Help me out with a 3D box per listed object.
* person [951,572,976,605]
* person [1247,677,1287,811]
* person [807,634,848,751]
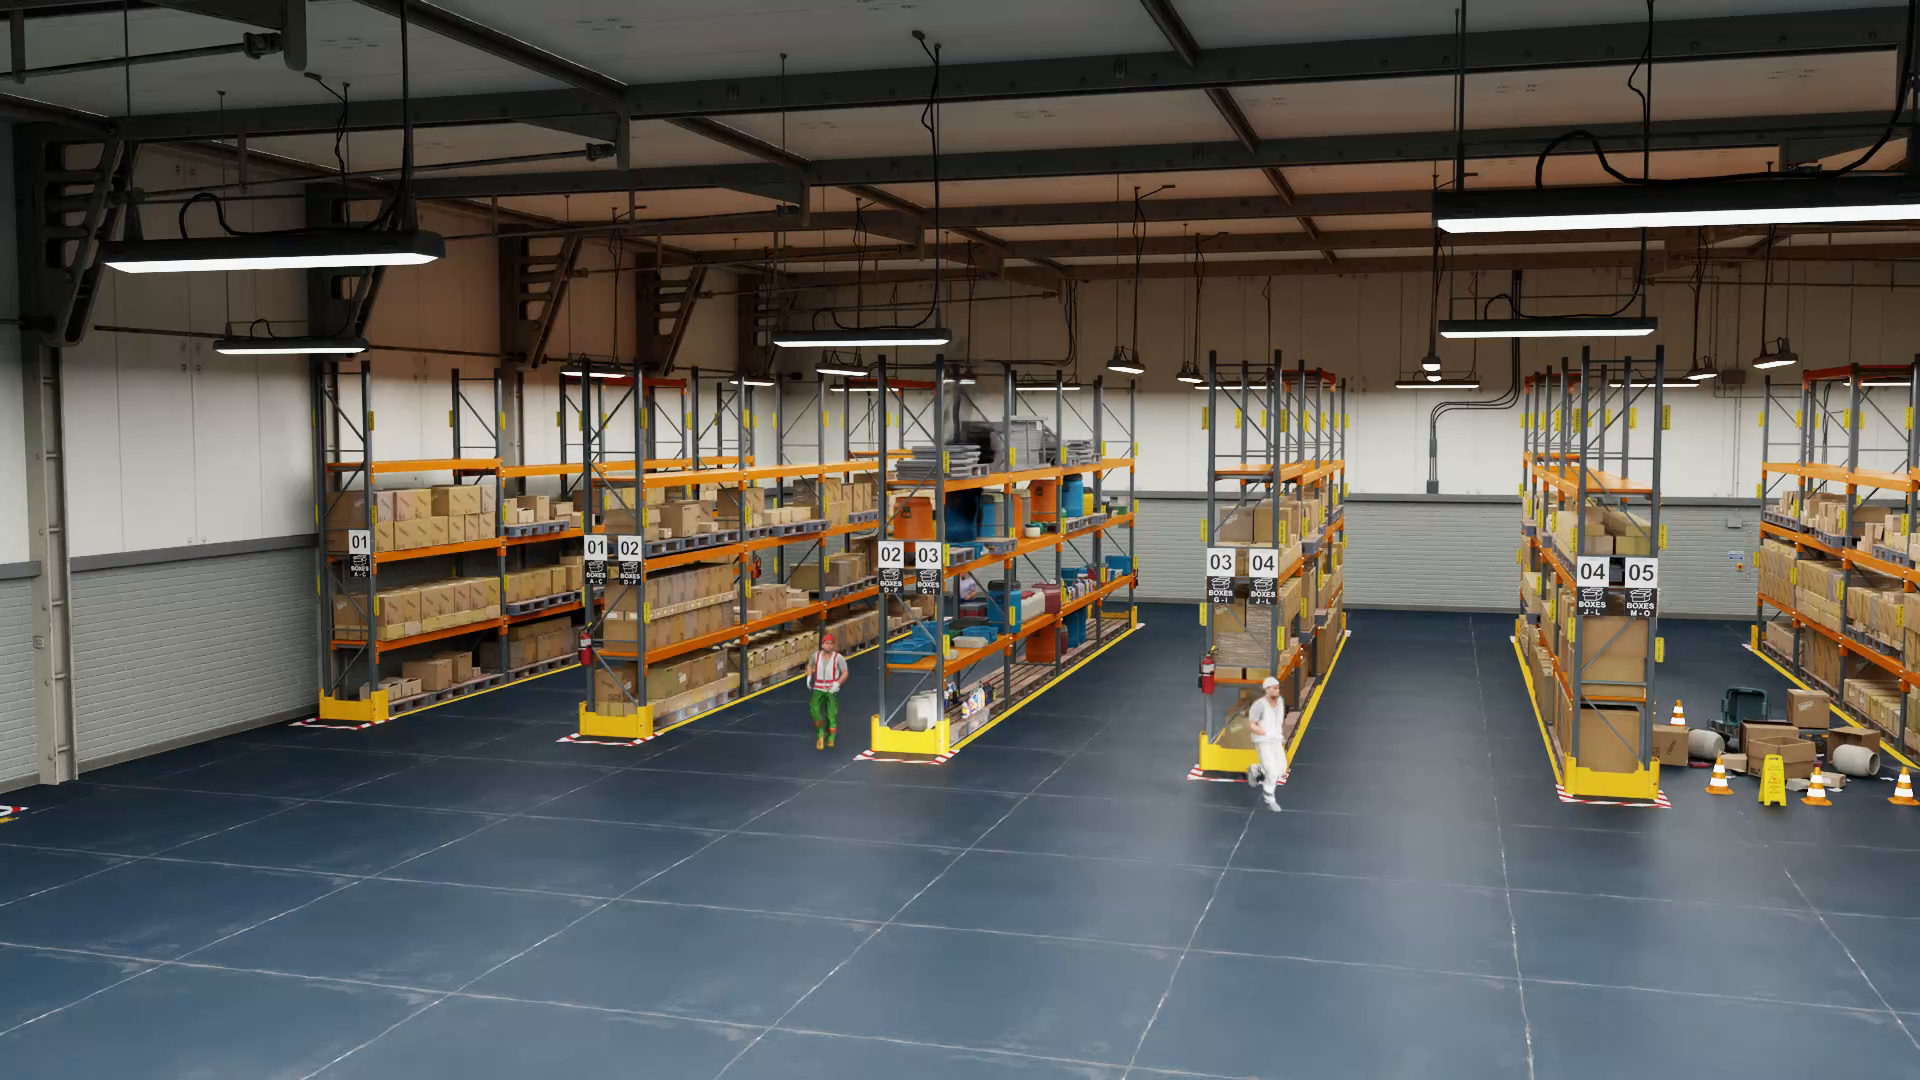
[{"bbox_3d":[0.070,1.479,38.104,0.613,1.629,0.697,1,4,9],"label":"person"},{"bbox_3d":[3.976,2.617,21.508,0.702,1.734,0.707,-3,5,-37],"label":"person"},{"bbox_3d":[-2.038,2.312,25.296,0.674,1.763,0.631,1,4,7],"label":"person"}]
